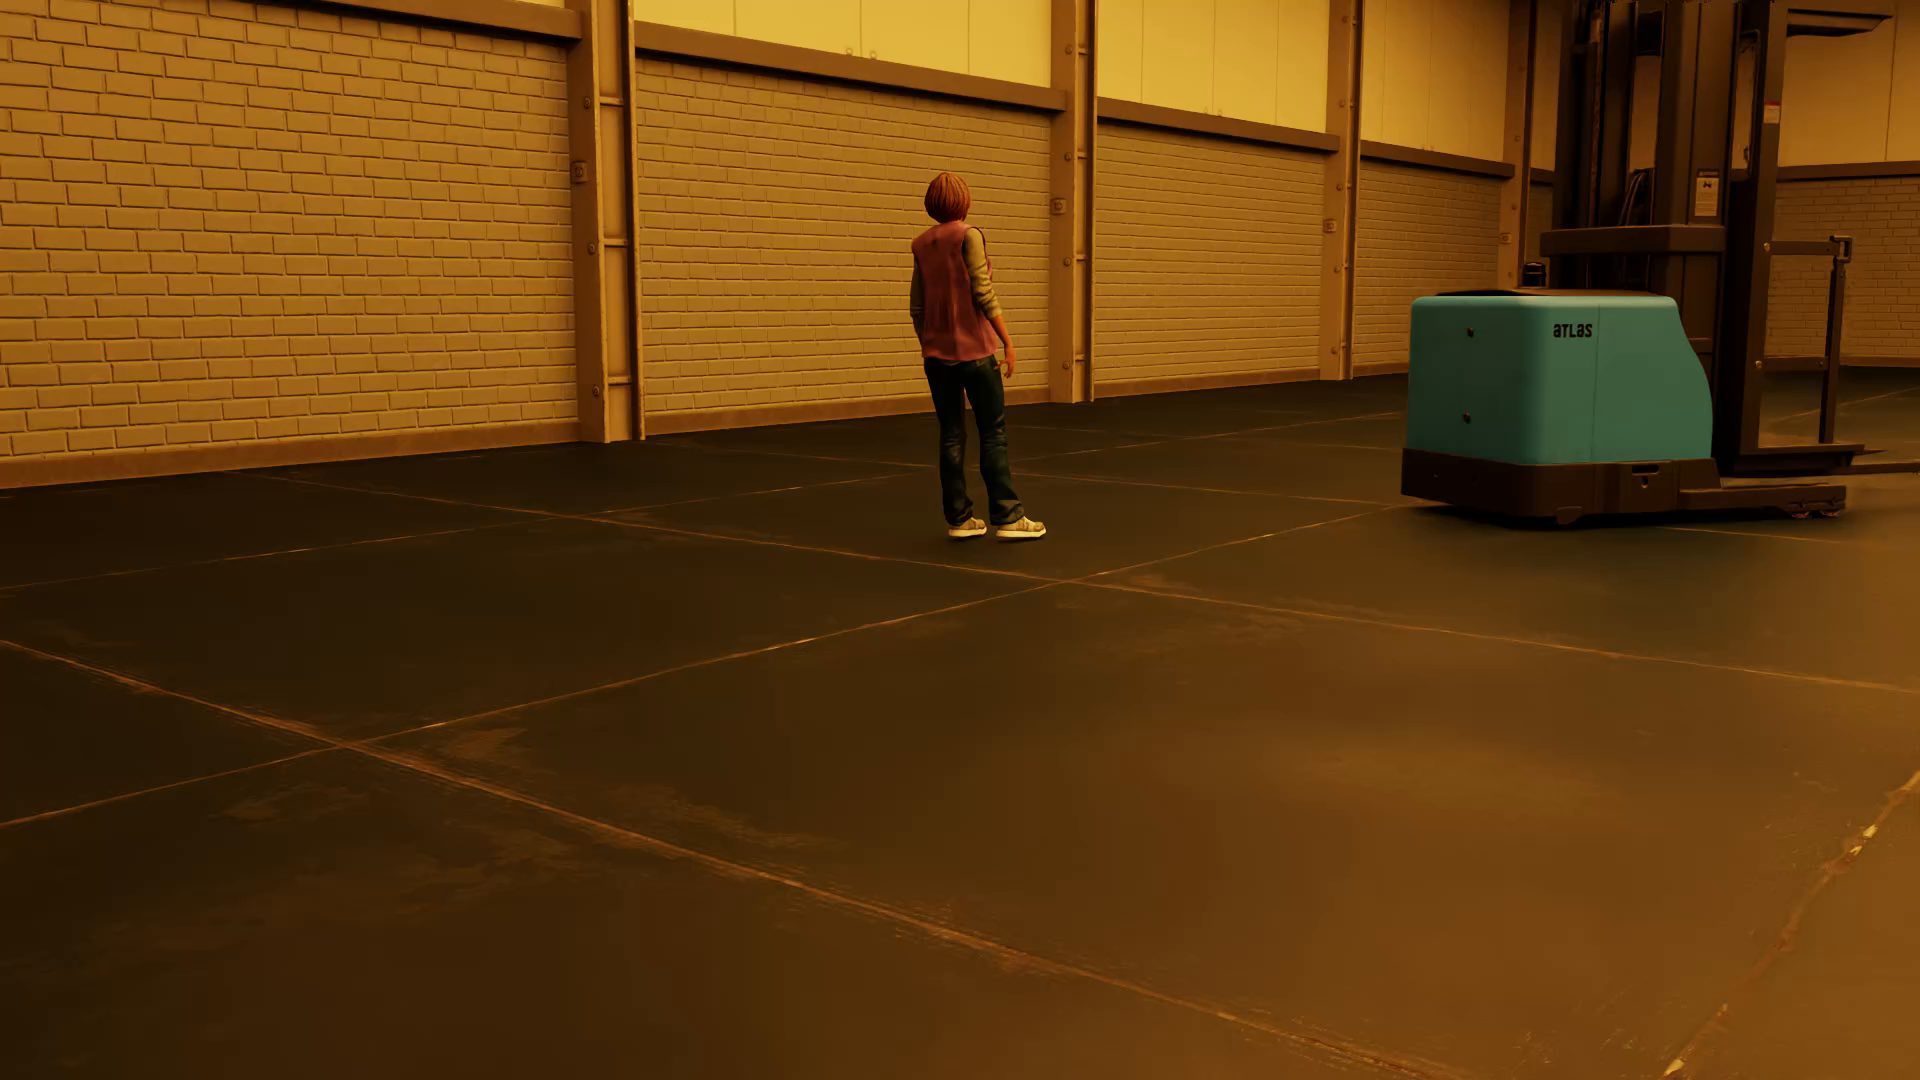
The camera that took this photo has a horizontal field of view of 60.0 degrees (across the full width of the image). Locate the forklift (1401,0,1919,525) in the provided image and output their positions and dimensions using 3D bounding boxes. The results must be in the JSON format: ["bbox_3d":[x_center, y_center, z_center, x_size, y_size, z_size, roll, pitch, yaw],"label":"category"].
[{"bbox_3d":[3.833,-1.622,8.369,3.031,2.935,1.130,-3,9,-19],"label":"forklift"}]

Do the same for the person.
[{"bbox_3d":[0.057,-0.805,7.336,0.520,1.597,0.476,7,11,38],"label":"person"}]
